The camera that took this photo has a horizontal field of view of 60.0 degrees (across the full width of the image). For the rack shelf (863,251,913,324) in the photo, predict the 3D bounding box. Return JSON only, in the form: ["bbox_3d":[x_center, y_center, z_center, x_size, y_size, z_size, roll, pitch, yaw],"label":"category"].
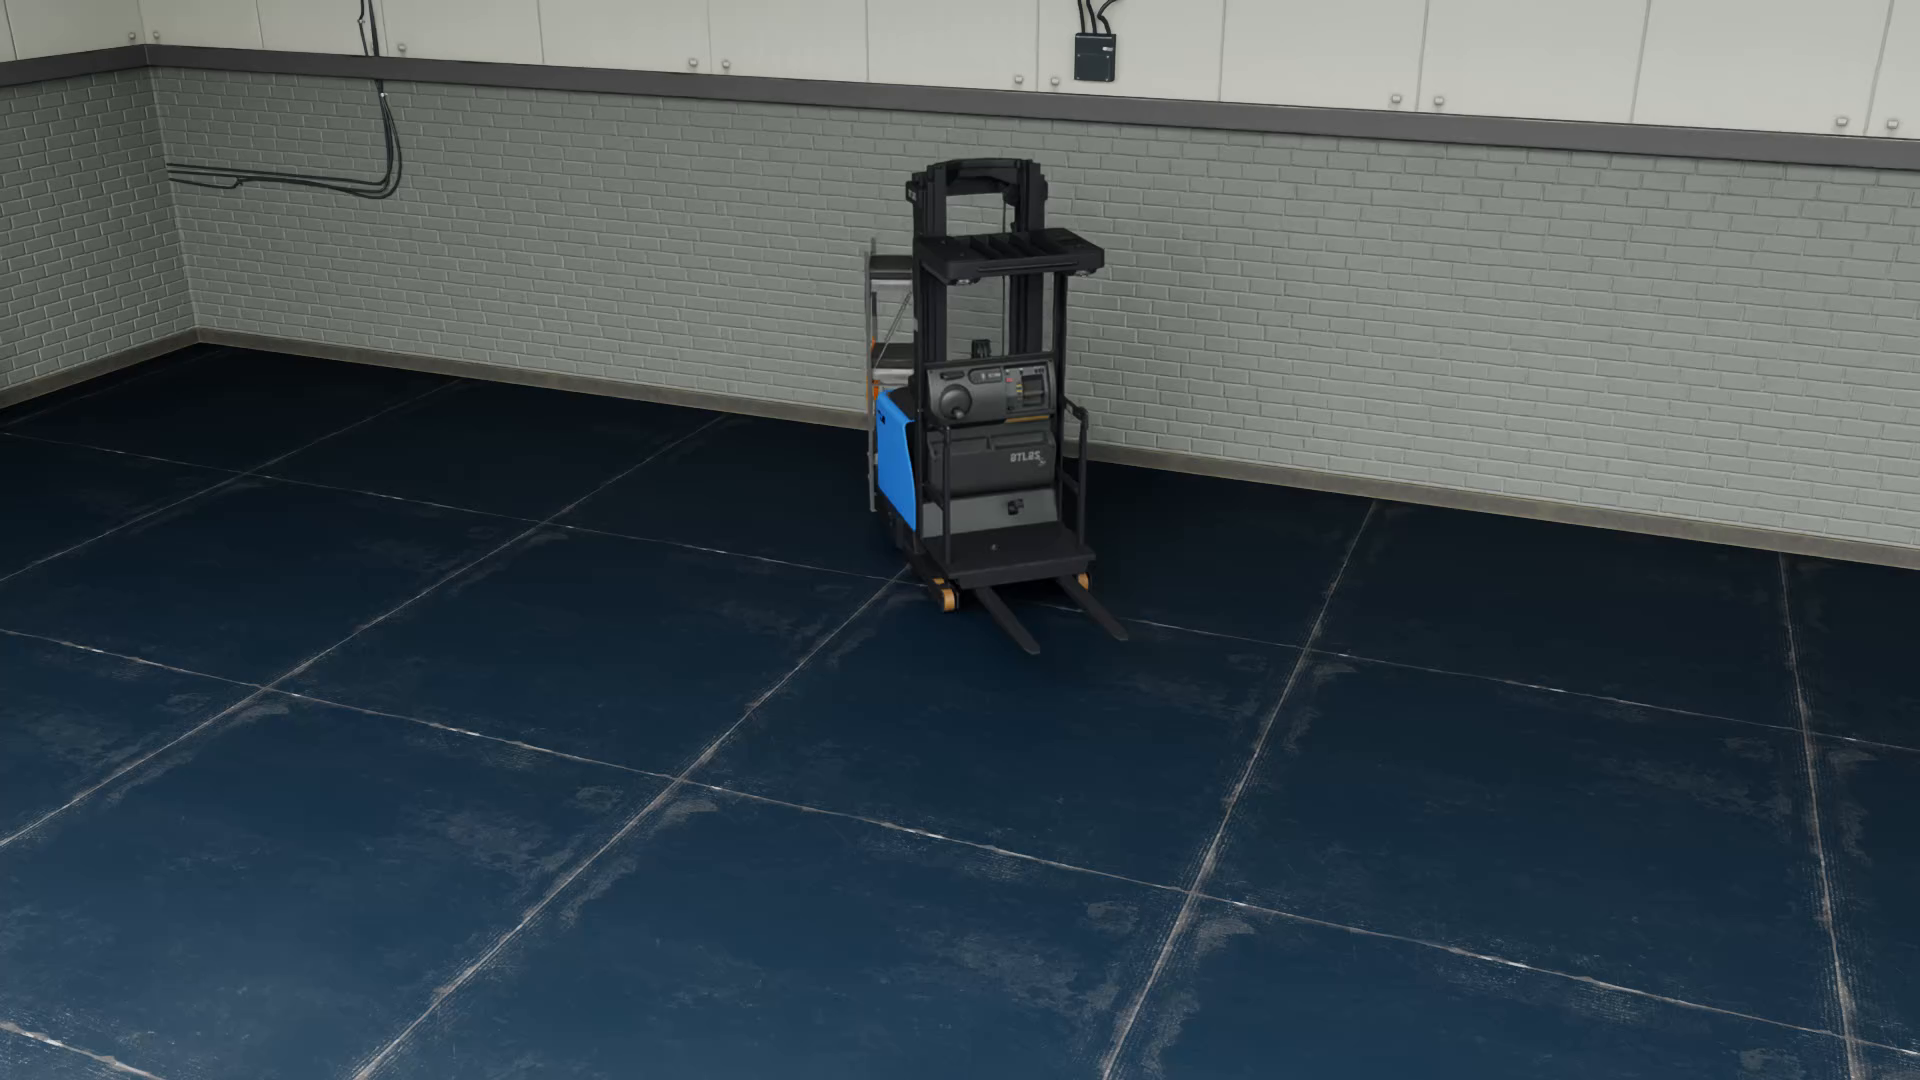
[{"bbox_3d":[-0.505,-1.922,12.846,0.431,0.518,0.480,1,23,3],"label":"rack shelf"}]

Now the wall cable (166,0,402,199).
[{"bbox_3d":[-6.822,-4.626,16.179,3.097,2.526,0.112,9,24,20],"label":"wall cable"}]

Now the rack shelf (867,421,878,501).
[{"bbox_3d":[-0.505,-0.630,13.386,0.431,0.518,0.480,1,23,3],"label":"rack shelf"}]

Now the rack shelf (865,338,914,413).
[{"bbox_3d":[-0.505,-1.276,13.116,0.431,0.518,0.480,1,23,3],"label":"rack shelf"}]

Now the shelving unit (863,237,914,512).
[{"bbox_3d":[-0.505,-1.288,13.110,0.431,2.100,0.503,1,23,3],"label":"shelving unit"}]

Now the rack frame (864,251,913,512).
[{"bbox_3d":[-0.518,-1.195,12.886,0.400,2.100,0.015,1,23,3],"label":"rack frame"}]

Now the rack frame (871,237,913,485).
[{"bbox_3d":[-0.493,-1.382,13.335,0.400,2.100,0.015,1,23,3],"label":"rack frame"}]

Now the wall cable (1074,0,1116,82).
[{"bbox_3d":[1.986,-6.263,11.657,2.305,6.003,0.169,9,24,20],"label":"wall cable"}]

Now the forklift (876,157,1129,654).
[{"bbox_3d":[0.293,-1.026,11.403,1.130,2.935,3.031,-7,24,-17],"label":"forklift"}]
